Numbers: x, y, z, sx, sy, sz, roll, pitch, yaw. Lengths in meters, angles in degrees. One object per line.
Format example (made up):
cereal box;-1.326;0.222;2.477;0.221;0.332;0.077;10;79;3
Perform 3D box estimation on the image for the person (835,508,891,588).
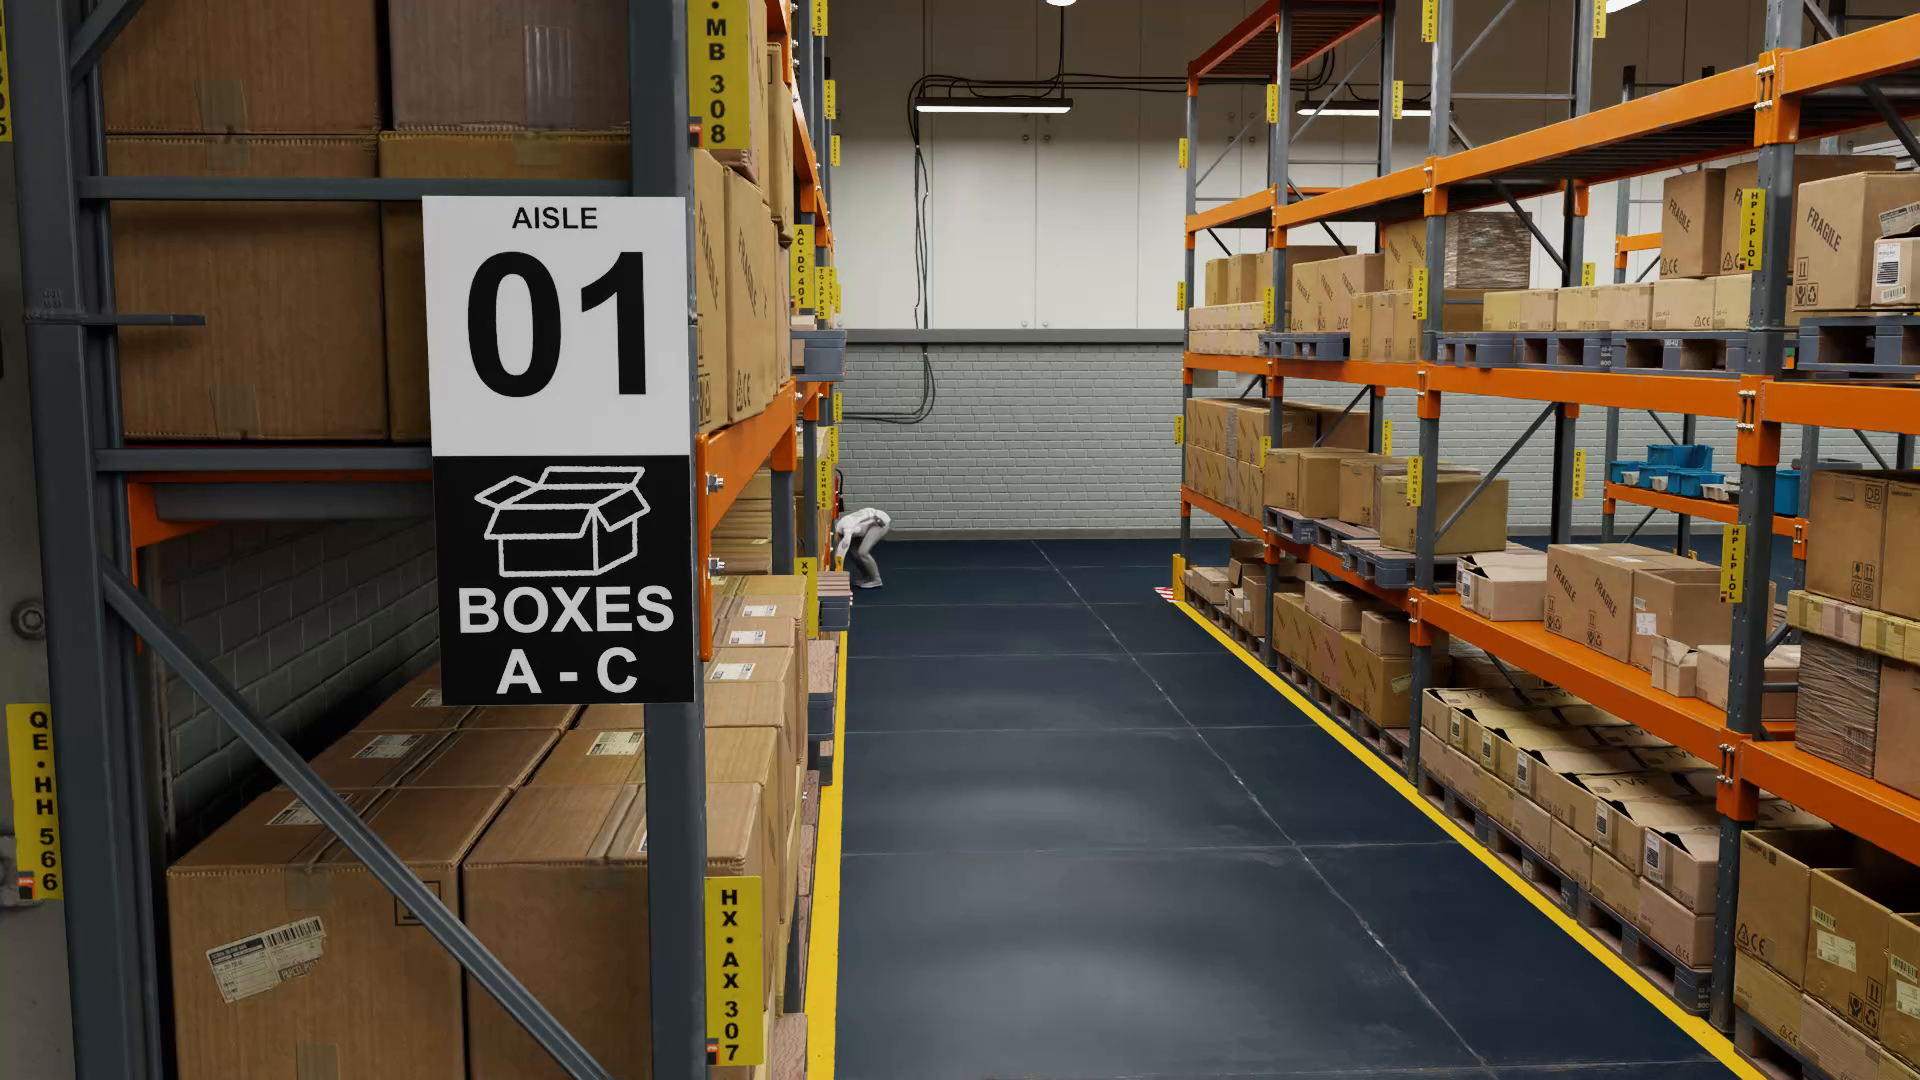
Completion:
person;-1.267;0.099;19.900;0.885;0.947;0.461;-3;8;-24
